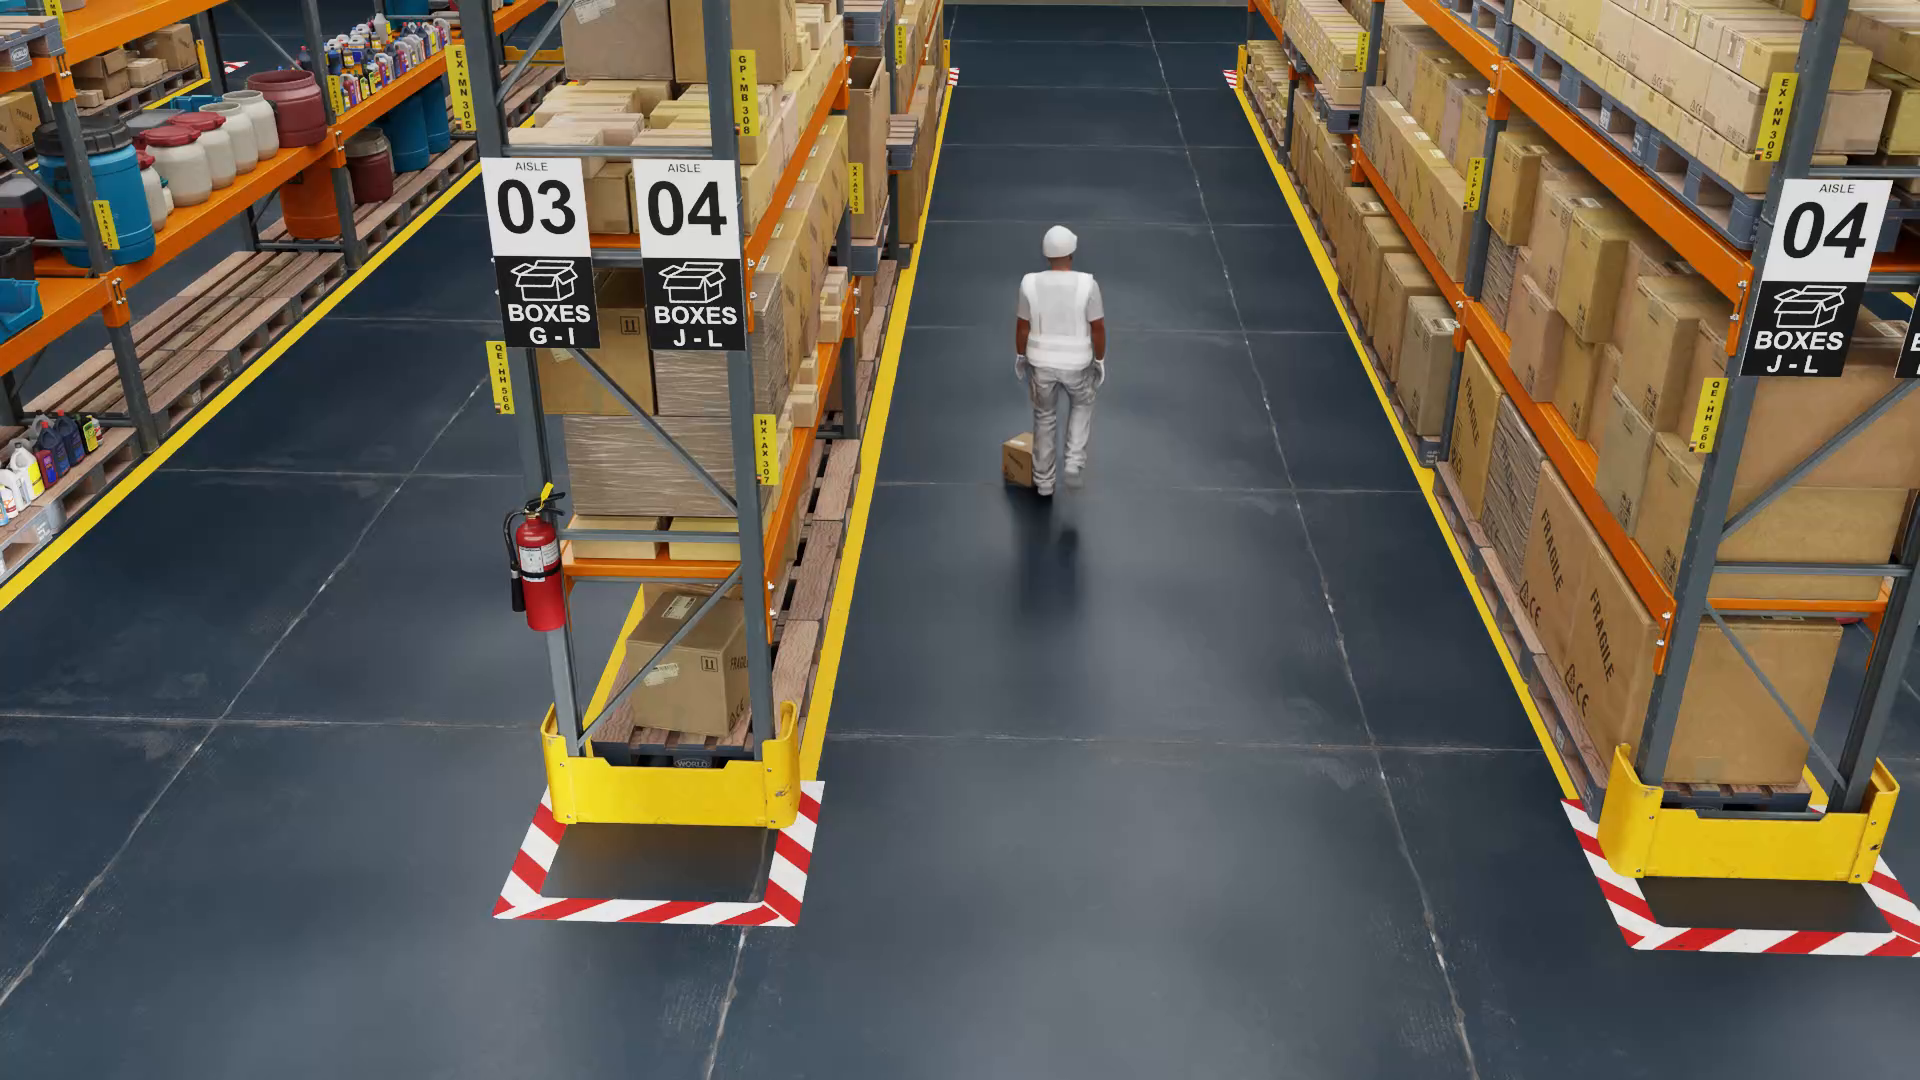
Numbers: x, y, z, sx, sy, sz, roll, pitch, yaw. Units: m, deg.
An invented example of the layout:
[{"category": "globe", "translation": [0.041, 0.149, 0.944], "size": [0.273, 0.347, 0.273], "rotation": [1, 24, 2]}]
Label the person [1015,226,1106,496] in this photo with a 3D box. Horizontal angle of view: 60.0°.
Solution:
[{"category": "person", "translation": [0.642, -1.150, 10.734], "size": [0.598, 1.776, 0.476], "rotation": [4, 28, 8]}]
